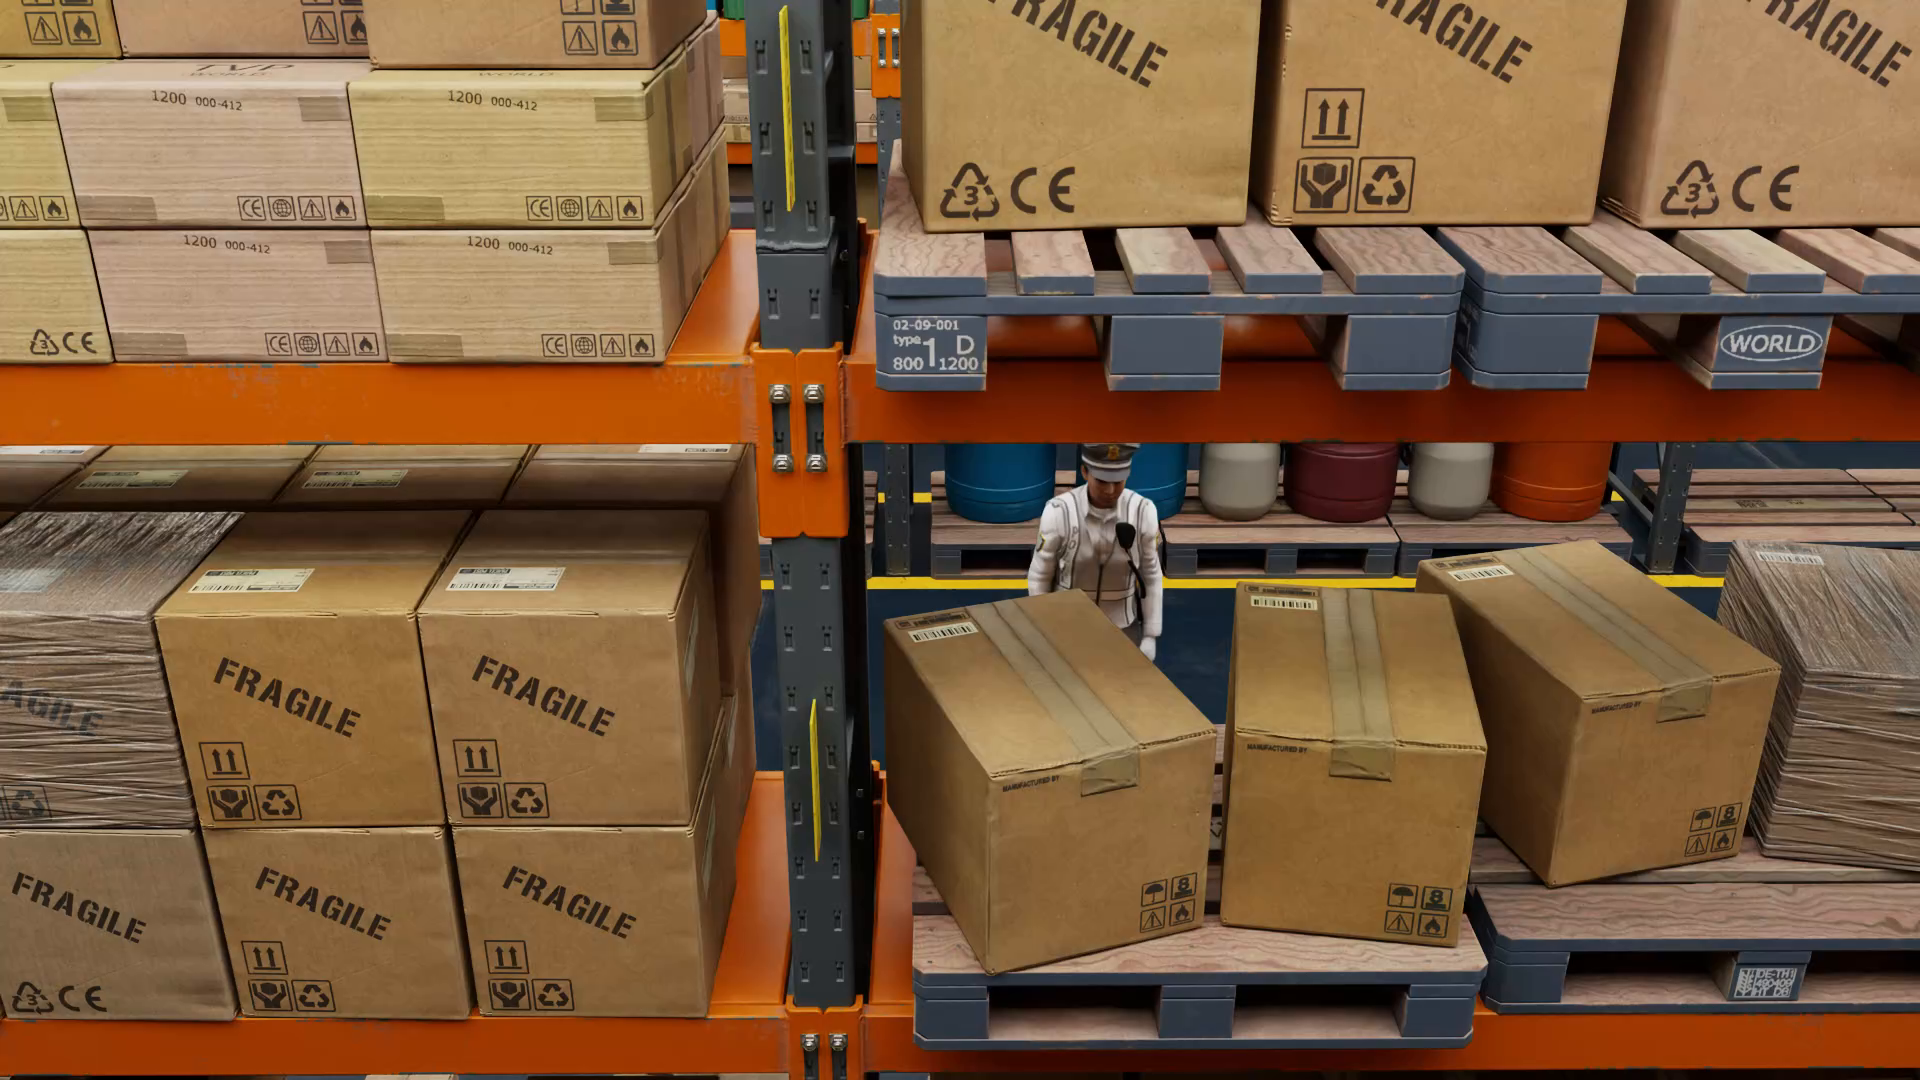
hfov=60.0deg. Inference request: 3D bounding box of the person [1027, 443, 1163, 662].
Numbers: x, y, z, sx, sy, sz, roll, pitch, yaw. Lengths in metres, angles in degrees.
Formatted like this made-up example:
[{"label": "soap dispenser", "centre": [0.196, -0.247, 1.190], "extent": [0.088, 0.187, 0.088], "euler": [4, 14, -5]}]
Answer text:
[{"label": "person", "centre": [0.510, 0.373, 6.267], "extent": [0.511, 1.668, 0.411], "euler": [-1, 24, -2]}]
